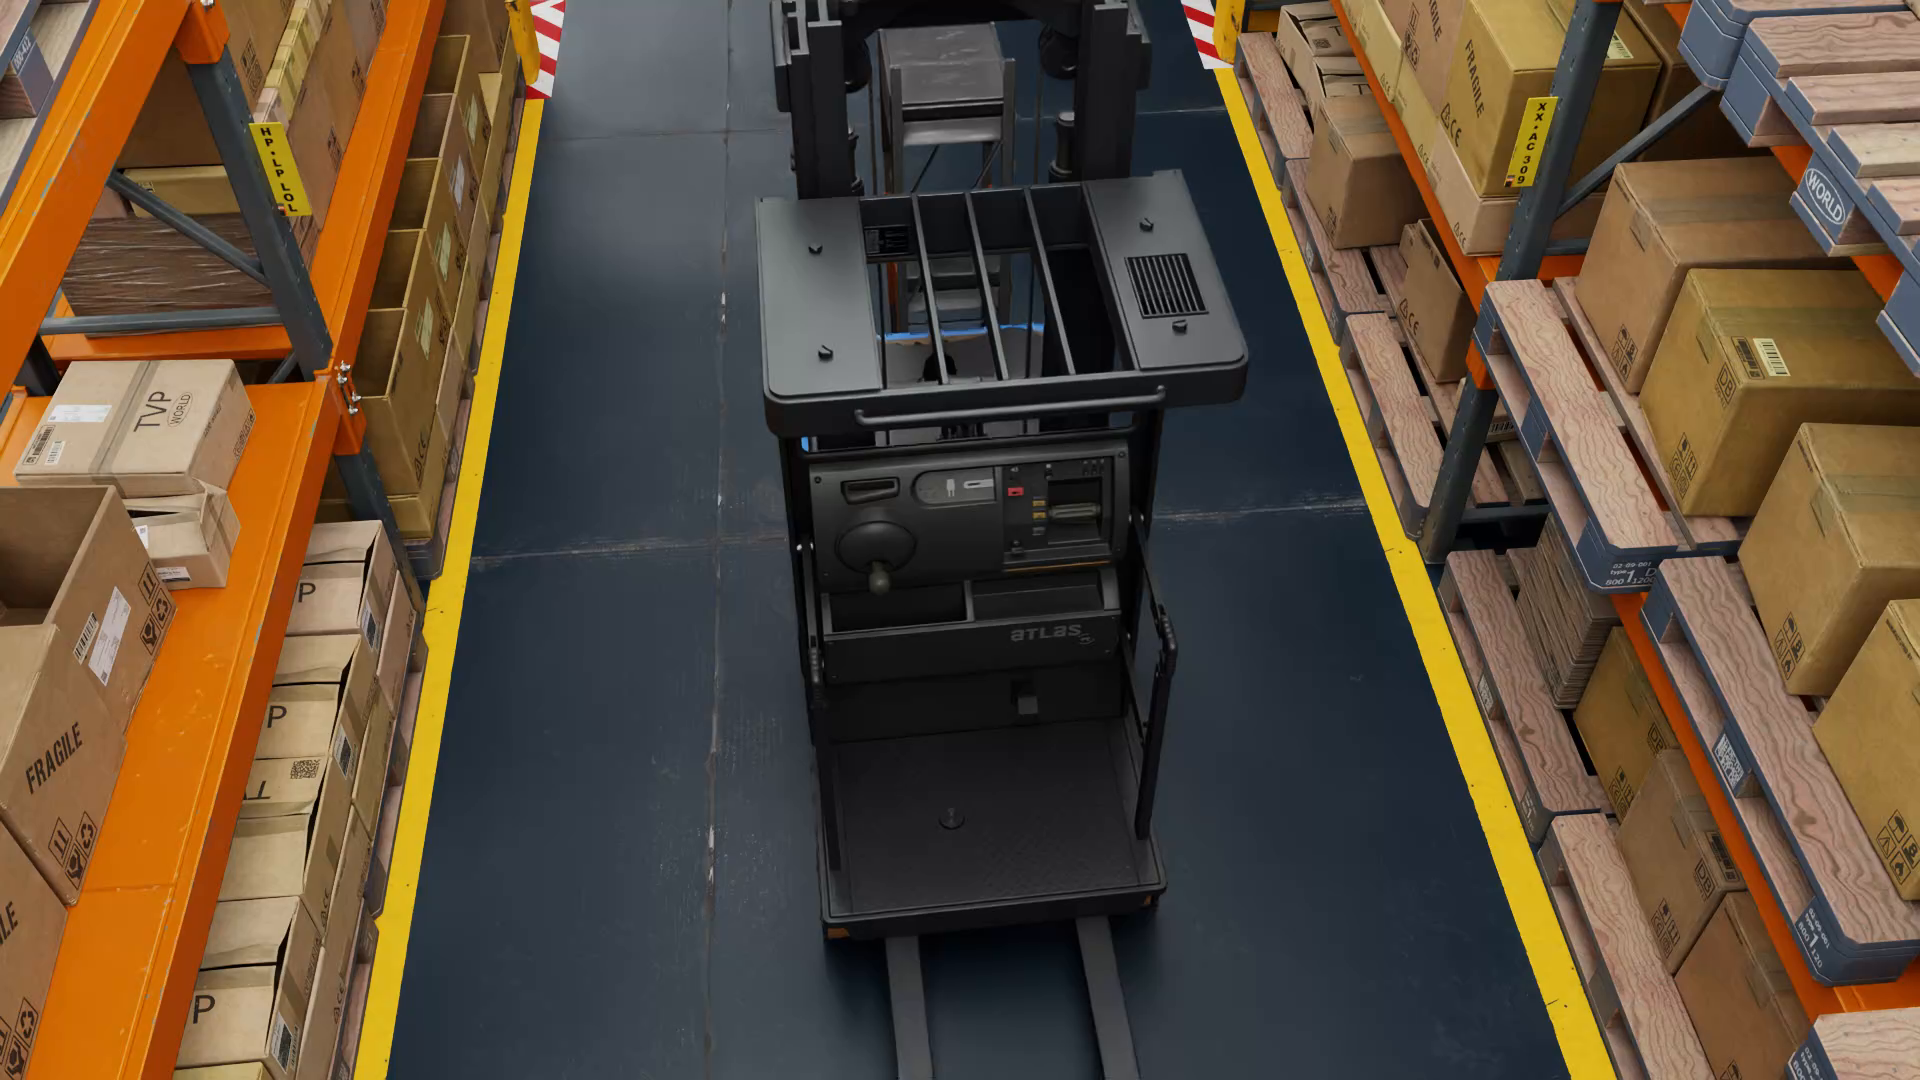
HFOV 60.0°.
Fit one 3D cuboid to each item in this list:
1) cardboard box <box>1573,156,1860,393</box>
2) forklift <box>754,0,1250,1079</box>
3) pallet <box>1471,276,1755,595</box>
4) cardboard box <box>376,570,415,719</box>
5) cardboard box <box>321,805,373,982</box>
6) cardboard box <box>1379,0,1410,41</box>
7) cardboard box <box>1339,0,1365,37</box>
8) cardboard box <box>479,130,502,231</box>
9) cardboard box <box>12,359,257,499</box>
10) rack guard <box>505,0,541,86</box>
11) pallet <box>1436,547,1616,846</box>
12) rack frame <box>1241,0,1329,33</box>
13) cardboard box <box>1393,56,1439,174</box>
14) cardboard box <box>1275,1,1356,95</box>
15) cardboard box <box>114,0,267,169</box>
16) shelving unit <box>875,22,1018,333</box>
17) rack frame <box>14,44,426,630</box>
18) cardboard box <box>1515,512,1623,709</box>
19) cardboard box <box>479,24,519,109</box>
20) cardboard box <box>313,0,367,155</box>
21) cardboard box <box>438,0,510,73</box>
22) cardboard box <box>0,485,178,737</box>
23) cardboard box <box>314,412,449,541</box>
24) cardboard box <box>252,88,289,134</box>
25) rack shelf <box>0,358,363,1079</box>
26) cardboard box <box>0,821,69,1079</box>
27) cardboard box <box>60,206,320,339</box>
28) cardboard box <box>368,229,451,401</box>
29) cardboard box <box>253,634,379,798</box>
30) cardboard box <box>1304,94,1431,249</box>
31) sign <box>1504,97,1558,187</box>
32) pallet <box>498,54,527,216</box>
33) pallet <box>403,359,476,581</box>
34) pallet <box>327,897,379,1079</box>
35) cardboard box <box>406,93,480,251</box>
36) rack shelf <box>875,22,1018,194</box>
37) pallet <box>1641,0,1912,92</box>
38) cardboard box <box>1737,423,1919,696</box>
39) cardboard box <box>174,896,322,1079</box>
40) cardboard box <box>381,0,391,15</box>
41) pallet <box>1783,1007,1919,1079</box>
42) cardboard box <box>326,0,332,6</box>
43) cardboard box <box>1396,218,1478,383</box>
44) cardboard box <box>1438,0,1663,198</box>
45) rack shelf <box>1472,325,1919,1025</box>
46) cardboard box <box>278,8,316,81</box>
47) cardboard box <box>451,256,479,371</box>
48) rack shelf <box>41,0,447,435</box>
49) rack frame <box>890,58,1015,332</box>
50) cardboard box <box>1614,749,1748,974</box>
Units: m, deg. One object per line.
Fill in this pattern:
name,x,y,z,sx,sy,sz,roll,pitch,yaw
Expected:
cardboard box,2.364,-0.818,5.086,0.700,0.500,0.500,-3,47,-3
forklift,0.061,0.033,4.700,1.130,2.935,3.031,-5,47,-5
pallet,2.274,-0.374,5.171,1.003,0.211,1.213,-3,47,-3
cardboard box,-2.257,0.385,5.924,0.500,0.250,0.500,-4,47,-4
cardboard box,-2.173,1.121,5.227,0.500,0.250,0.500,-3,47,-2
cardboard box,1.929,-2.264,6.402,0.500,0.500,0.500,-5,47,-4
cardboard box,1.879,-2.370,7.018,0.500,0.250,0.500,-3,47,-3
cardboard box,-2.479,-1.699,7.897,0.500,0.250,0.500,-3,47,-3
cardboard box,-2.496,-0.293,5.065,0.500,0.250,0.500,-1,47,-1
rack guard,-2.917,-2.750,9.010,1.175,0.500,0.348,-3,47,-3
pallet,2.422,0.520,6.112,1.003,0.211,1.213,-3,47,-3
rack frame,2.021,-3.896,8.374,1.000,3.000,0.127,-3,47,-3
cardboard box,1.980,-1.643,6.329,0.500,0.250,0.500,-3,47,-3
cardboard box,1.989,-2.617,8.711,0.500,0.311,0.500,-8,47,-8
cardboard box,-2.624,-1.499,5.142,0.700,0.500,0.500,-3,47,-3
shelving unit,-0.052,-0.973,6.225,0.431,2.100,0.503,-5,47,-5
rack frame,-2.581,-0.698,5.345,1.000,3.000,0.127,-3,47,-3
cardboard box,2.434,0.238,5.878,0.700,0.500,0.500,-2,47,-2
cardboard box,-2.576,-2.421,8.582,0.500,0.250,0.500,-3,47,-3
cardboard box,-2.713,-1.798,6.318,0.700,0.500,0.500,-3,47,-3
cardboard box,-2.574,-2.679,8.310,0.500,0.500,0.500,-3,47,-3
cardboard box,-2.488,0.205,4.421,0.500,0.500,0.500,0,47,0
cardboard box,-2.317,-0.251,6.527,0.500,0.250,0.500,-3,47,-3
cardboard box,-2.431,-1.344,5.441,0.380,0.149,0.250,-3,47,-3
rack shelf,-2.413,0.996,4.236,1.077,0.370,4.000,-3,47,-3
cardboard box,-2.402,0.948,3.717,0.500,0.500,0.500,-6,47,-5
cardboard box,-2.624,-1.053,5.613,0.700,0.500,0.500,-5,47,-4
cardboard box,-2.357,-0.871,6.597,0.500,0.500,0.500,-3,47,-3
cardboard box,-2.211,0.562,5.371,0.500,0.311,0.500,-2,47,-2
cardboard box,2.048,-1.736,7.746,0.700,0.500,0.500,-6,47,-6
sign,1.815,-1.261,5.282,0.100,0.325,0.005,-3,47,-3
pallet,-2.810,-2.083,8.577,1.003,0.211,1.213,-3,47,-3
pallet,-2.605,-0.317,6.905,1.003,0.211,1.213,-3,47,-3
pallet,-2.375,1.676,5.017,1.003,0.211,1.213,-3,47,-3
cardboard box,-2.435,-1.595,7.283,0.500,0.500,0.500,-3,47,-3
rack shelf,-0.052,-1.445,5.727,0.431,0.518,0.480,-5,47,-5
pallet,2.301,-1.516,4.183,1.213,0.211,1.003,-3,47,-3
cardboard box,2.490,0.062,4.254,0.700,0.500,0.500,2,47,2
cardboard box,-2.133,1.287,4.684,0.500,0.311,0.500,-4,47,-4
cardboard box,-2.805,-2.549,7.029,0.700,0.500,0.500,-3,47,-3
pallet,2.524,1.449,3.444,1.213,0.211,1.003,-3,47,-3
cardboard box,-2.522,-2.094,6.152,0.380,0.149,0.250,-5,47,-4
cardboard box,2.229,-1.042,7.090,0.500,0.500,0.500,-7,47,-6
cardboard box,2.008,-1.539,5.714,0.500,0.500,0.500,-4,47,-3
rack shelf,2.523,0.692,4.524,1.077,0.370,4.000,-3,47,-3
cardboard box,-2.478,-1.720,5.797,0.380,0.149,0.250,-4,47,-4
cardboard box,-2.391,-0.975,7.212,0.500,0.250,0.500,-3,47,-3
rack shelf,-2.748,-1.898,6.977,1.077,0.370,4.000,-3,47,-3
rack frame,-0.024,-0.797,6.058,0.400,2.100,0.015,-5,47,-5
cardboard box,2.529,0.980,5.174,0.700,0.500,0.500,-3,47,-3
